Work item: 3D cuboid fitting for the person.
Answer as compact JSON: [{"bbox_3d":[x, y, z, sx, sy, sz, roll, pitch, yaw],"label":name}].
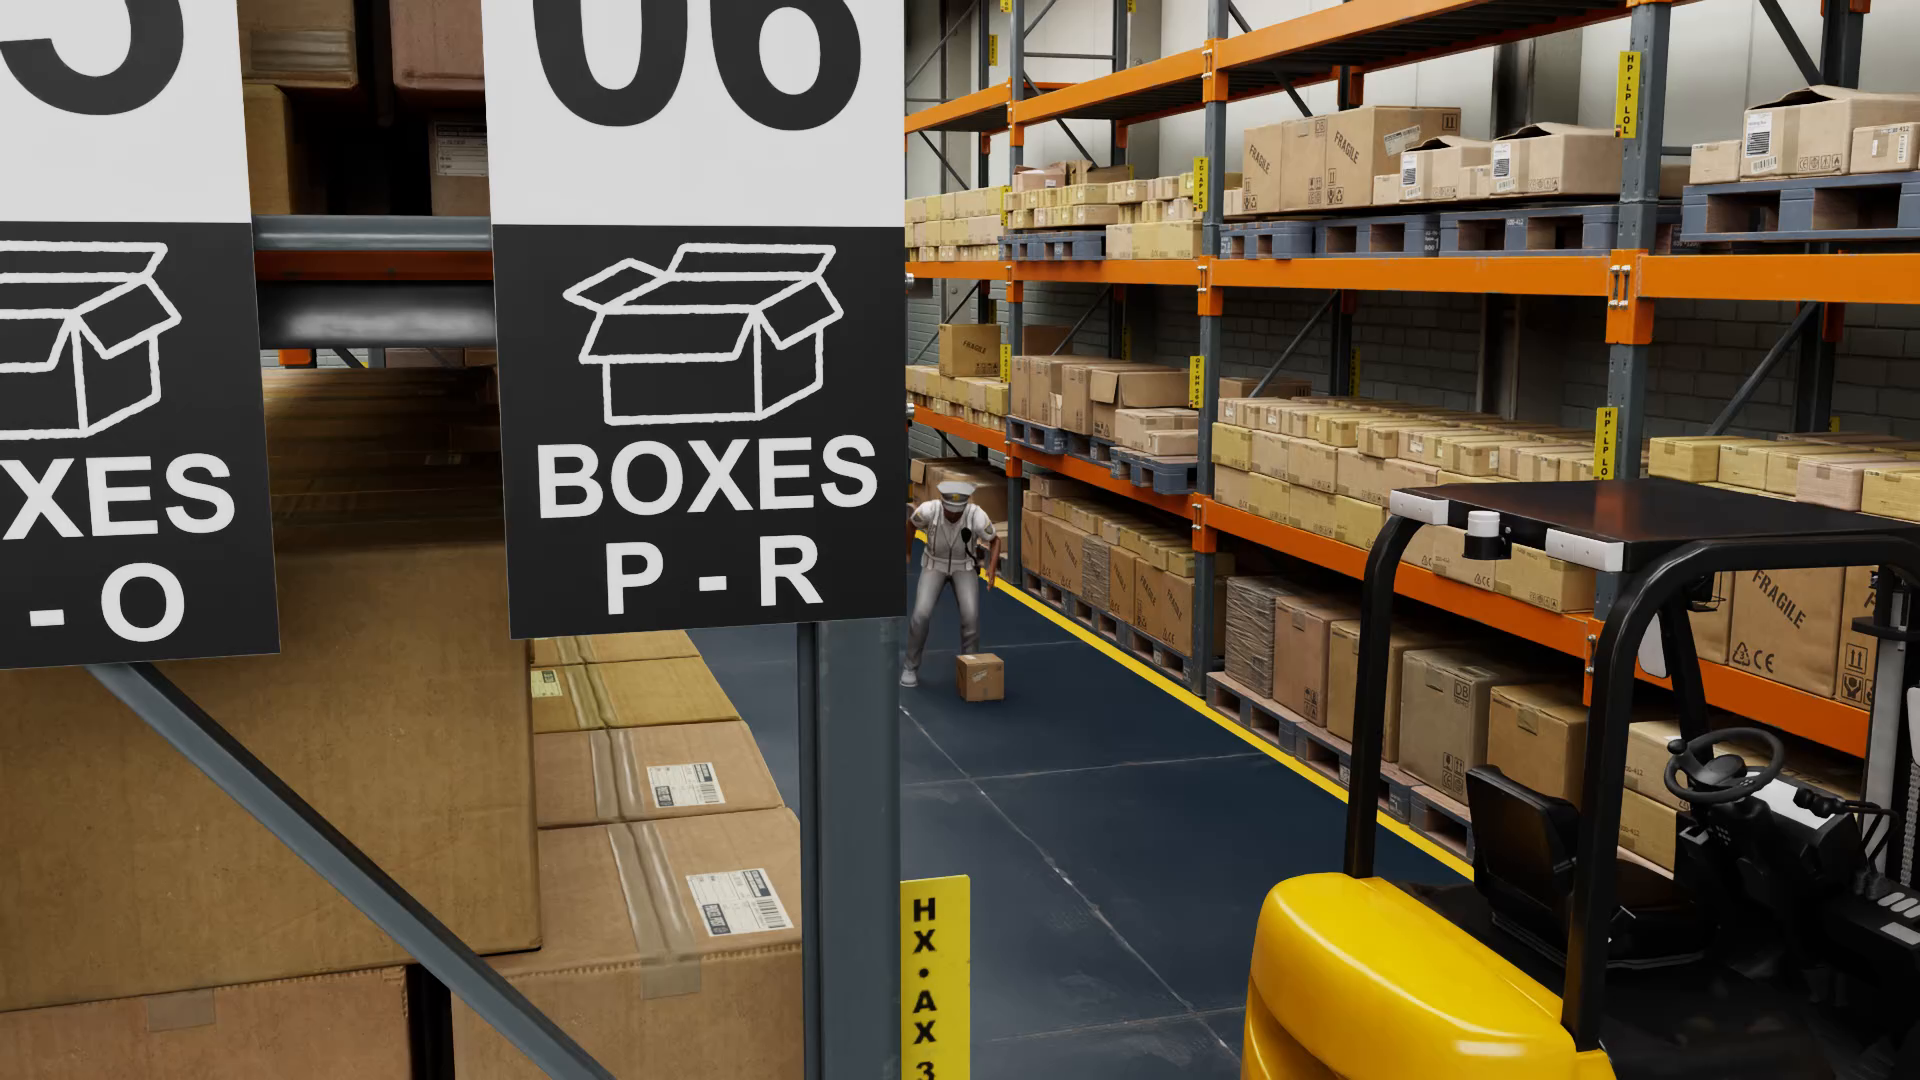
[{"bbox_3d":[-0.072,0.271,11.126,0.692,1.382,0.708,0,9,0],"label":"person"}]
